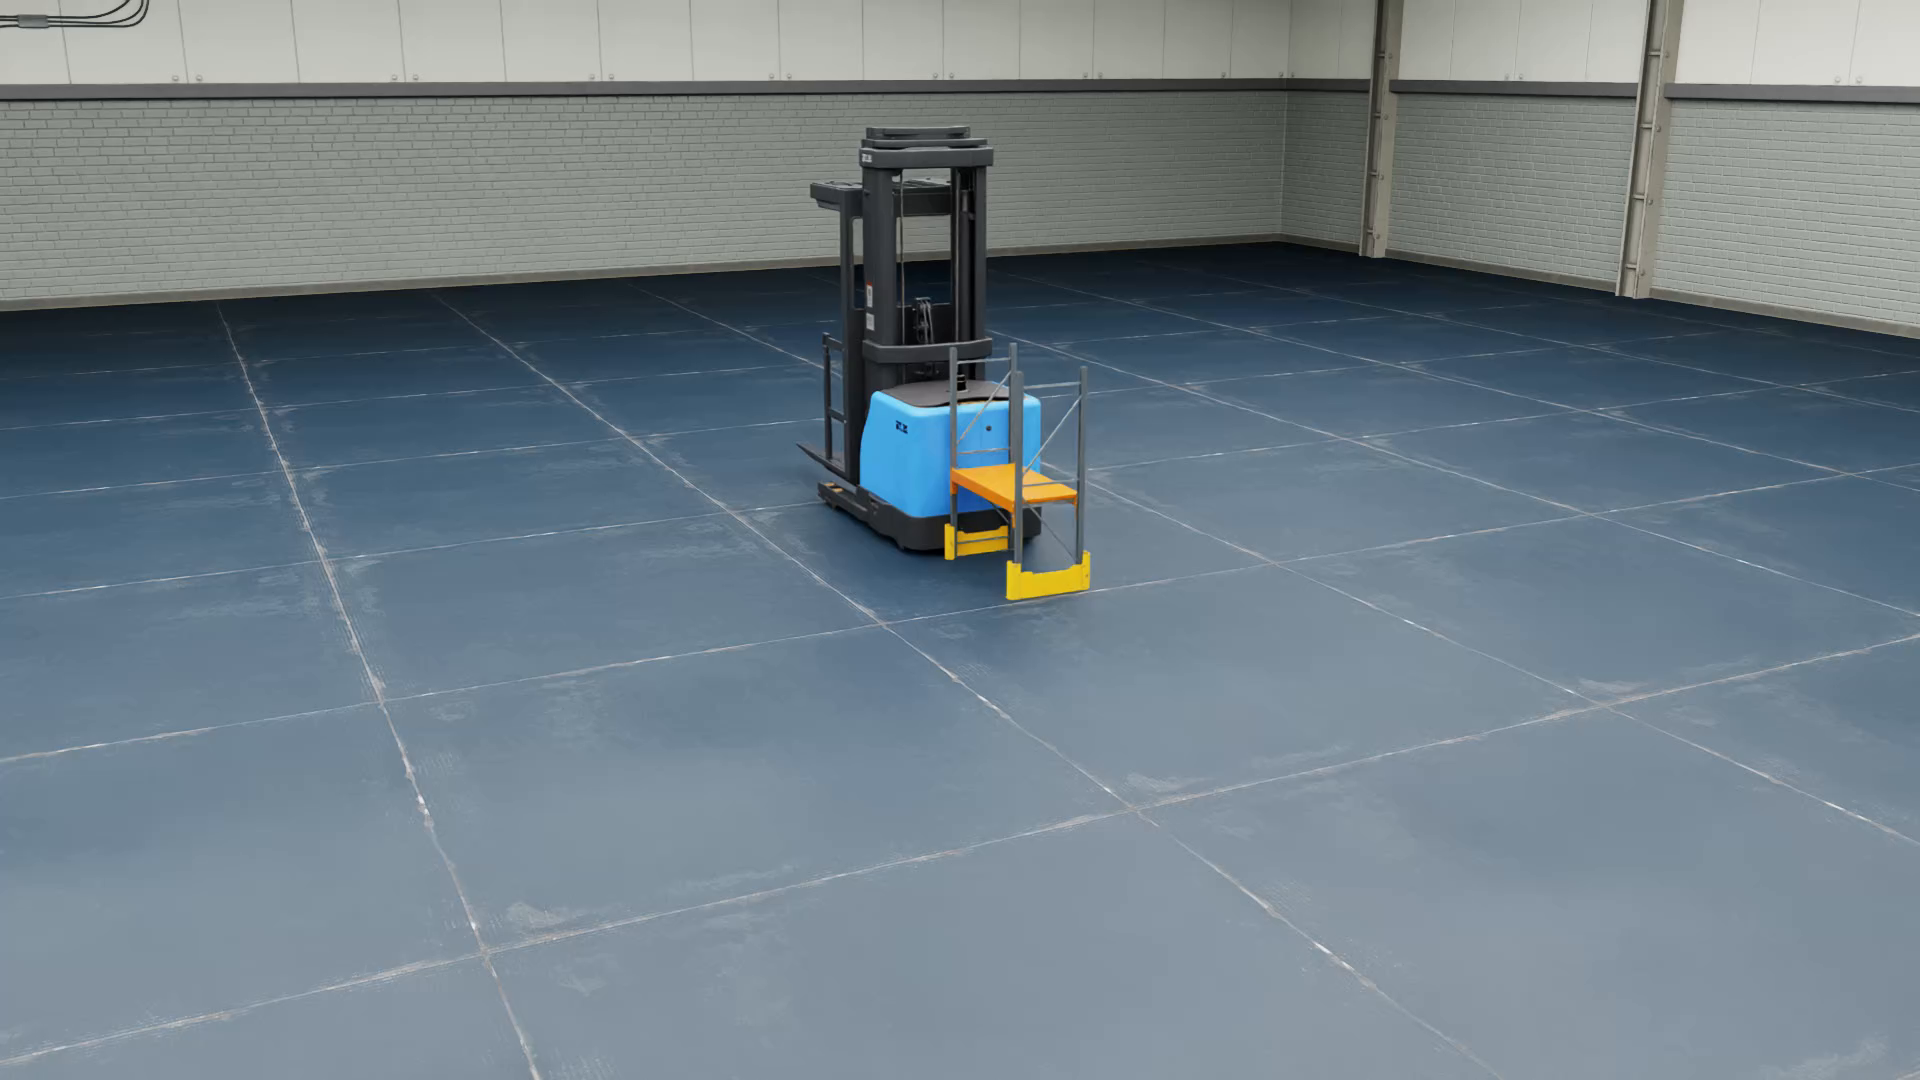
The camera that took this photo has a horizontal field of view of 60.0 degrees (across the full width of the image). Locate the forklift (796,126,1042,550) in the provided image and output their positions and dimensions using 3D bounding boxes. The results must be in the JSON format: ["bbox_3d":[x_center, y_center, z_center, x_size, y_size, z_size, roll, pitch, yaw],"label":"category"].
[{"bbox_3d":[-0.478,-1.696,12.849,1.130,2.935,3.031,-7,18,-24],"label":"forklift"}]

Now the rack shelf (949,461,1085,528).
[{"bbox_3d":[0.374,-0.320,11.300,0.538,0.185,1.000,-7,18,-24],"label":"rack shelf"}]

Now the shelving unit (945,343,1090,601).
[{"bbox_3d":[0.378,-0.491,11.242,0.587,1.500,1.083,-7,18,-24],"label":"shelving unit"}]

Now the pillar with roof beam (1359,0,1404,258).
[{"bbox_3d":[3.618,-8.953,27.137,9.100,9.000,0.400,-8,18,-25],"label":"pillar with roof beam"}]

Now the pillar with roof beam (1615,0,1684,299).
[{"bbox_3d":[6.246,-7.466,21.952,9.100,9.000,0.400,-8,18,-25],"label":"pillar with roof beam"}]

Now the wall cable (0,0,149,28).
[{"bbox_3d":[-12.390,-9.335,22.302,2.305,6.003,0.169,-8,18,-25],"label":"wall cable"}]

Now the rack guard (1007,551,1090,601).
[{"bbox_3d":[0.585,0.235,10.980,0.587,0.250,0.087,-7,18,-24],"label":"rack guard"}]

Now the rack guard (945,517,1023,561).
[{"bbox_3d":[0.170,-0.015,11.850,0.587,0.250,0.087,-7,18,-24],"label":"rack guard"}]

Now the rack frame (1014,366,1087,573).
[{"bbox_3d":[0.586,-0.366,10.806,0.500,1.500,0.032,-7,18,-24],"label":"rack frame"}]

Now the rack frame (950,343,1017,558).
[{"bbox_3d":[0.162,-0.621,11.694,0.500,1.500,0.032,-7,18,-24],"label":"rack frame"}]
